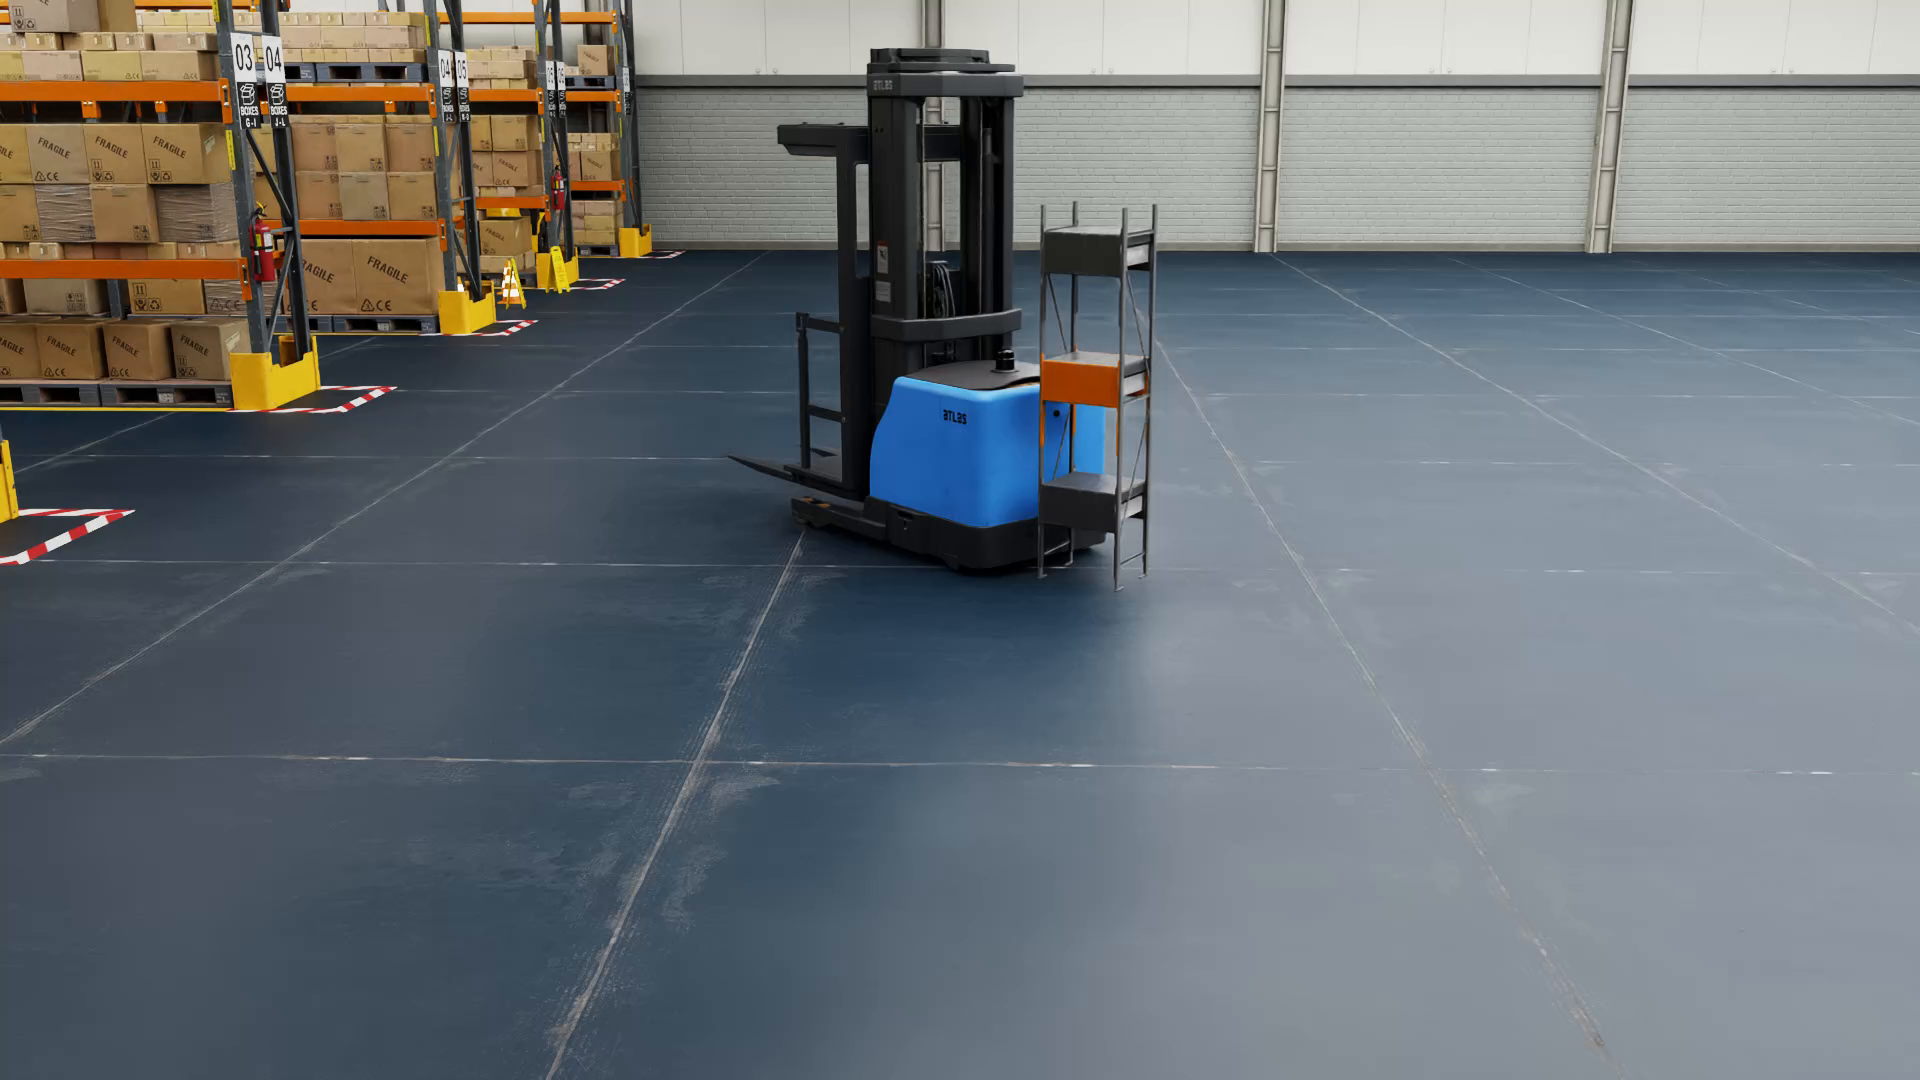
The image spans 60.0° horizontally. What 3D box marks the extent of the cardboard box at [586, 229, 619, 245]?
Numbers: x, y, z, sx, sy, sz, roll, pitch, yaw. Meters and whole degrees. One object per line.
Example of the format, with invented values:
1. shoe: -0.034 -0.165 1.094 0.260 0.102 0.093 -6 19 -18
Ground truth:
1. cardboard box: -6.271 -5.335 29.249 0.500 0.250 0.500 0 15 2

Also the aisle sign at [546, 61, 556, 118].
1. aisle sign: -5.861 -6.456 23.835 0.004 0.787 0.394 0 15 1

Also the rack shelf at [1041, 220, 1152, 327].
1. rack shelf: 0.754 -1.462 9.067 0.480 0.518 0.431 9 18 31

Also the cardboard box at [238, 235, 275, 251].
1. cardboard box: -6.448 -2.687 15.139 0.250 0.149 0.380 0 15 1

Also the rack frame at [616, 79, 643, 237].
1. rack frame: -5.793 -6.539 29.246 0.127 3.000 1.000 0 15 1

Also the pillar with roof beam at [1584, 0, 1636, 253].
1. pillar with roof beam: 11.418 -8.459 24.763 0.400 9.000 9.100 0 15 1

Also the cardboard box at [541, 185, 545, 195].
1. cardboard box: -6.250 -5.207 24.689 0.250 0.149 0.380 0 15 2

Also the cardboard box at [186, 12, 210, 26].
1. cardboard box: -8.566 -5.907 18.880 0.250 0.149 0.380 1 15 2

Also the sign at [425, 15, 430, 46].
1. sign: -5.969 -5.712 18.651 0.005 0.325 0.100 0 15 1

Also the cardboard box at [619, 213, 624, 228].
1. cardboard box: -6.258 -5.711 29.692 0.500 0.250 0.500 1 15 2

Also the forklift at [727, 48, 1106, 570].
1. forklift: -0.437 -1.558 10.500 1.130 2.935 3.031 -12 19 -37

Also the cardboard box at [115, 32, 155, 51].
1. cardboard box: -6.988 -4.245 14.180 0.250 0.149 0.380 0 15 -1

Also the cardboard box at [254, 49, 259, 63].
1. cardboard box: -8.064 -5.518 18.968 0.250 0.149 0.380 1 15 2

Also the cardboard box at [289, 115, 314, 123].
1. cardboard box: -9.480 -5.917 24.148 0.500 0.500 0.700 0 15 1

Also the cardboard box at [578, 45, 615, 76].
1. cardboard box: -6.242 -8.230 28.560 0.500 0.500 0.500 1 15 3

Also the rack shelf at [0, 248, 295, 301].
1. rack shelf: -8.168 -2.411 15.010 4.000 0.370 1.077 0 15 1

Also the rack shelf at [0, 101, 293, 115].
1. rack shelf: -11.914 -6.415 24.305 4.000 0.370 1.077 0 15 1

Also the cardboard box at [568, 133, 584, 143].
1. cardboard box: -6.666 -6.982 28.874 0.250 0.149 0.380 1 15 3

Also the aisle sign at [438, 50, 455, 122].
1. aisle sign: -5.878 -5.191 19.038 0.004 0.787 0.394 0 15 1

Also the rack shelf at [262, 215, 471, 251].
1. rack shelf: -7.941 -3.676 19.802 4.000 0.370 1.077 0 15 1

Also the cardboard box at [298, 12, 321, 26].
1. cardboard box: -7.301 -5.899 18.849 0.250 0.149 0.380 0 15 2

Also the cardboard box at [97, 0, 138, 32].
1. cardboard box: -7.646 -4.709 14.670 0.500 0.500 0.500 0 15 1

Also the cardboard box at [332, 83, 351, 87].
1. cardboard box: -8.849 -6.563 23.947 0.250 0.149 0.380 1 15 3

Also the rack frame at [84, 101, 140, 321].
1. rack frame: -9.940 -4.037 19.760 0.127 3.000 1.000 0 15 1

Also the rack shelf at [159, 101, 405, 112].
1. rack shelf: -11.791 -7.681 29.103 4.000 0.370 1.077 0 15 1

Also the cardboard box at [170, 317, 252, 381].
1. cardboard box: -6.793 -1.749 15.166 0.500 0.500 0.500 3 15 12

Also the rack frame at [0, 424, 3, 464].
1. rack frame: -6.296 -1.483 10.082 0.127 3.000 1.000 0 15 1

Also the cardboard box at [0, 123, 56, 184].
1. cardboard box: -8.225 -3.373 14.507 0.500 0.500 0.500 0 15 1

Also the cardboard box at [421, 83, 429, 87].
1. cardboard box: -7.559 -6.549 23.895 0.250 0.149 0.380 0 15 0

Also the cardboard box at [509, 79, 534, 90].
1. cardboard box: -6.280 -6.533 23.836 0.250 0.149 0.380 0 15 2

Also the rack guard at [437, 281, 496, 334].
1. rack guard: -5.917 -2.802 19.979 0.348 0.500 1.175 0 15 1

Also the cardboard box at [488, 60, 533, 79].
1. cardboard box: -6.434 -6.730 23.799 0.500 0.250 0.500 0 15 1

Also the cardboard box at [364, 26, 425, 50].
1. cardboard box: -6.438 -5.715 18.935 0.500 0.250 0.500 1 15 2

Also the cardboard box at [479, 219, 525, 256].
1. cardboard box: -6.724 -4.448 24.417 0.500 0.500 0.500 0 15 2

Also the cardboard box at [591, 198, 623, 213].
1. cardboard box: -6.269 -5.948 29.611 0.500 0.250 0.500 0 15 1

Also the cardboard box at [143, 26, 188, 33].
1. cardboard box: -8.954 -5.732 18.998 0.500 0.250 0.500 0 15 1

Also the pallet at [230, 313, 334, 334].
1. pallet: -7.959 -2.656 19.994 1.213 0.211 1.003 0 15 1

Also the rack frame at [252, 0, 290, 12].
1. rack frame: -9.915 -8.200 23.782 0.127 3.000 1.000 0 15 1

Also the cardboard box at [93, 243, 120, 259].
1. cardboard box: -7.459 -2.582 14.739 0.250 0.149 0.380 0 15 1

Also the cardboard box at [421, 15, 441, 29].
1. cardboard box: -6.267 -6.060 19.458 0.250 0.149 0.380 1 15 2

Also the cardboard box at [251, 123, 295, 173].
1. cardboard box: -7.953 -4.606 19.508 0.500 0.550 0.875 0 15 1

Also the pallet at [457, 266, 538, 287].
1. pallet: -6.803 -3.940 24.860 1.213 0.211 1.003 0 15 1

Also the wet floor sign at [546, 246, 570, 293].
1. wet floor sign: -5.753 -3.861 23.709 0.232 0.644 0.267 6 16 21

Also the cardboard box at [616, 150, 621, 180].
1. cardboard box: -6.281 -6.662 29.514 0.500 0.500 0.500 1 15 3

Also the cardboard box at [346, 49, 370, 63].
1. cardboard box: -6.791 -5.510 18.937 0.250 0.149 0.380 1 15 2

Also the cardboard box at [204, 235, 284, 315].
1. cardboard box: -8.412 -3.185 19.875 0.875 0.875 0.875 0 15 2

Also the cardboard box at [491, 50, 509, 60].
1. cardboard box: -6.519 -6.926 23.762 0.250 0.149 0.380 1 15 2

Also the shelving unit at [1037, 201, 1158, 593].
1. shelving unit: 0.757 -0.799 9.246 0.503 2.100 0.431 9 18 31

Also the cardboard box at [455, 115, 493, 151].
1. cardboard box: -6.938 -5.902 24.091 0.500 0.500 0.700 1 15 2

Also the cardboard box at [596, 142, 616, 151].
1. cardboard box: -6.147 -6.832 28.888 0.250 0.149 0.380 1 15 2

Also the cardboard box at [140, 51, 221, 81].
1. cardboard box: -6.658 -4.062 14.272 0.500 0.250 0.500 1 15 3

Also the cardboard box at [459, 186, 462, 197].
1. cardboard box: -7.318 -5.112 24.328 0.250 0.149 0.380 1 15 2
